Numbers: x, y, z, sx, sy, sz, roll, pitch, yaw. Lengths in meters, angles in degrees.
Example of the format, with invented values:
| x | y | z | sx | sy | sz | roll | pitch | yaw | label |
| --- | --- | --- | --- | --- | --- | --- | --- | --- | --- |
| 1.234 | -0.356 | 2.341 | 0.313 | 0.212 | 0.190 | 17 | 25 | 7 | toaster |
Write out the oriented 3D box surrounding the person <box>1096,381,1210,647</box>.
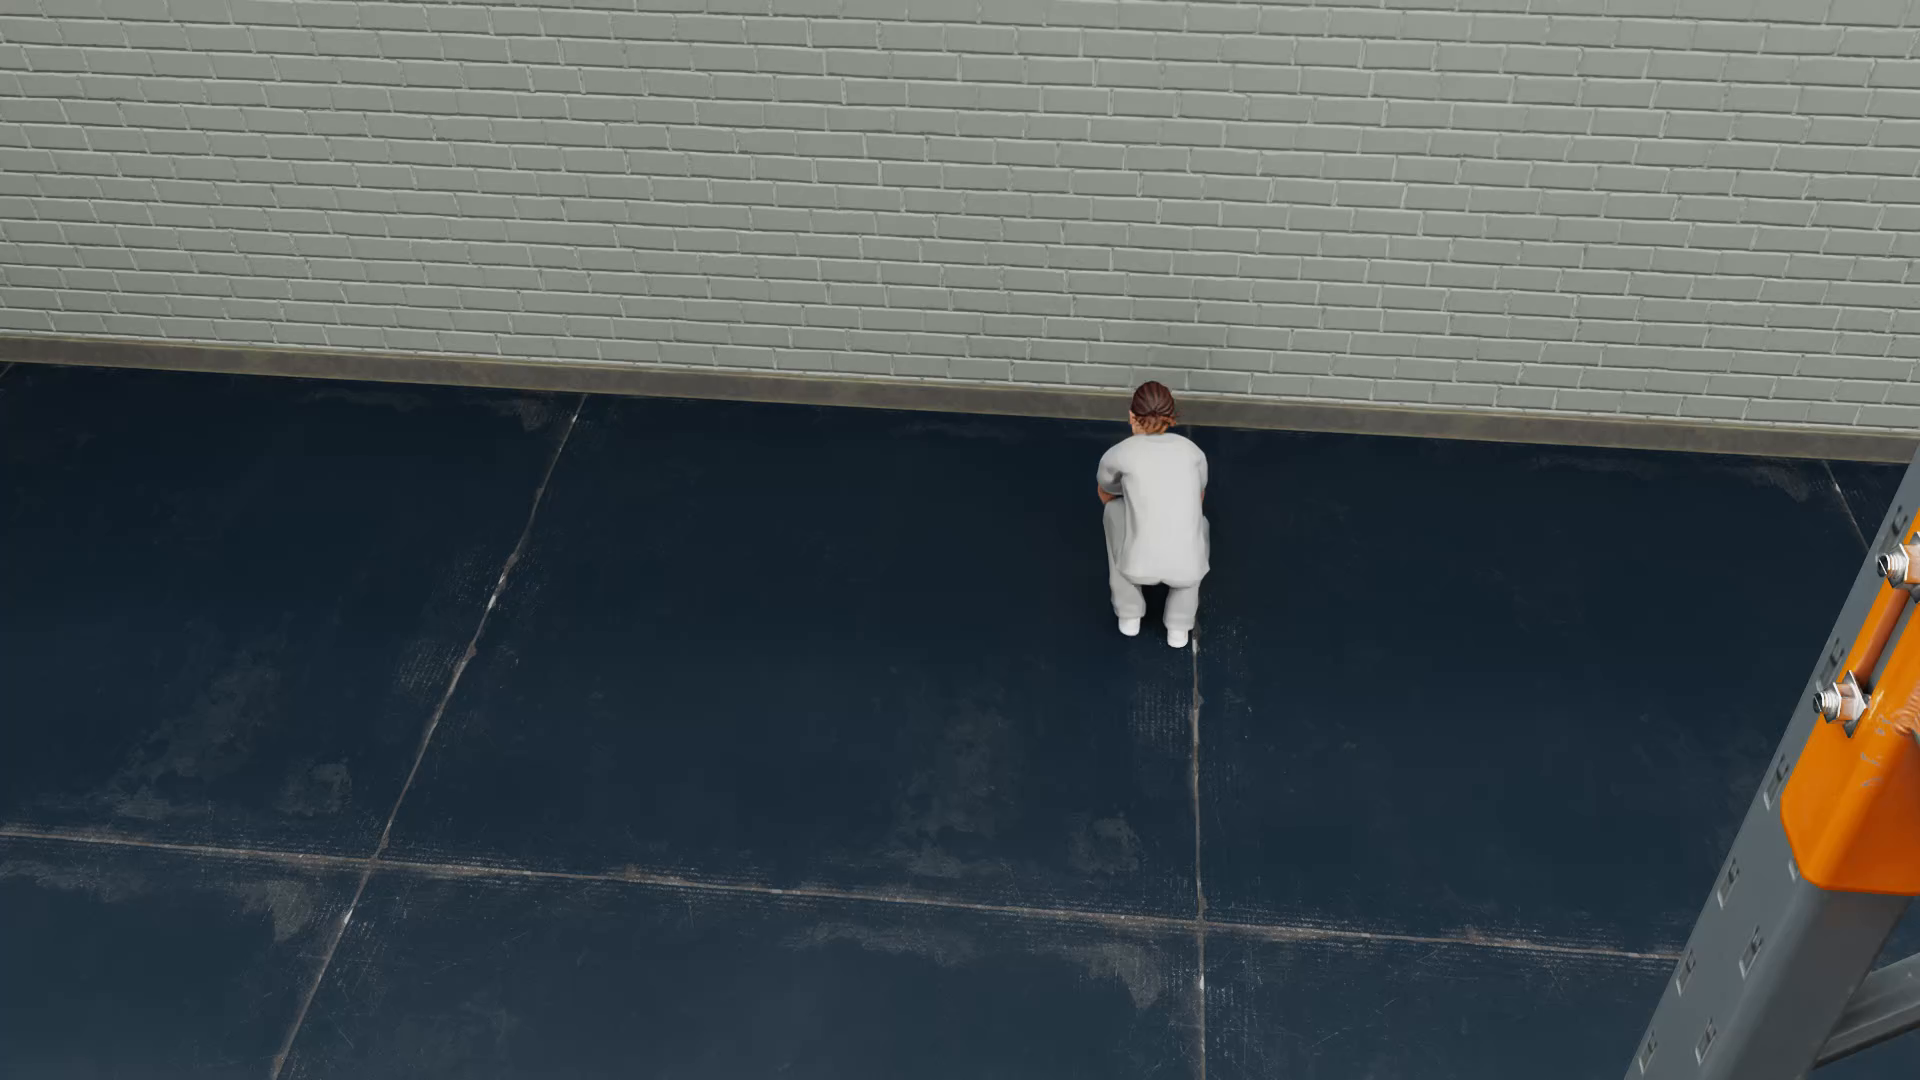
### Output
| x | y | z | sx | sy | sz | roll | pitch | yaw | label |
| --- | --- | --- | --- | --- | --- | --- | --- | --- | --- |
| 0.794 | -0.088 | 6.816 | 0.485 | 0.964 | 0.795 | 3 | 40 | 4 | person |
